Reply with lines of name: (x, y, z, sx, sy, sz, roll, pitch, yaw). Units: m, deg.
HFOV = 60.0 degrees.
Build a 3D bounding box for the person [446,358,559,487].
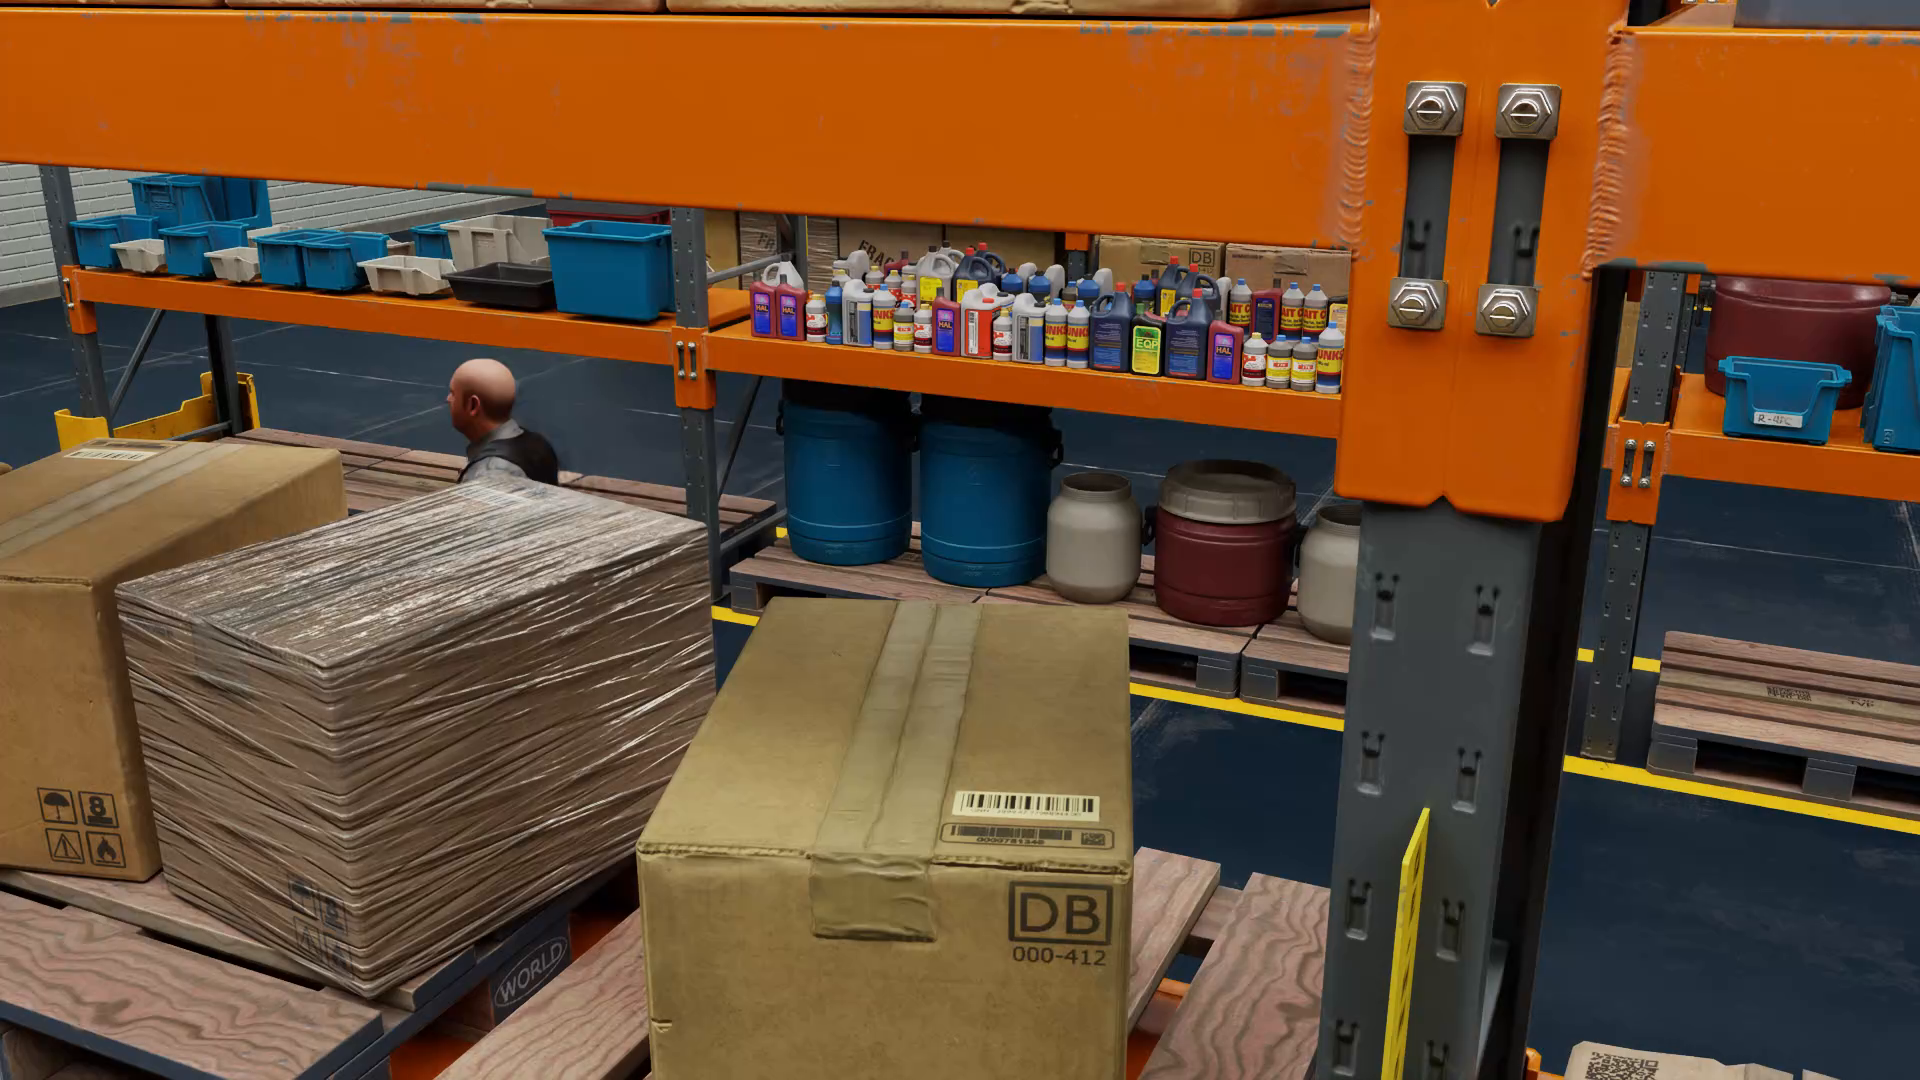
person: (-1.388, 0.282, 5.310, 0.714, 1.741, 0.551, 3, 19, 8)
